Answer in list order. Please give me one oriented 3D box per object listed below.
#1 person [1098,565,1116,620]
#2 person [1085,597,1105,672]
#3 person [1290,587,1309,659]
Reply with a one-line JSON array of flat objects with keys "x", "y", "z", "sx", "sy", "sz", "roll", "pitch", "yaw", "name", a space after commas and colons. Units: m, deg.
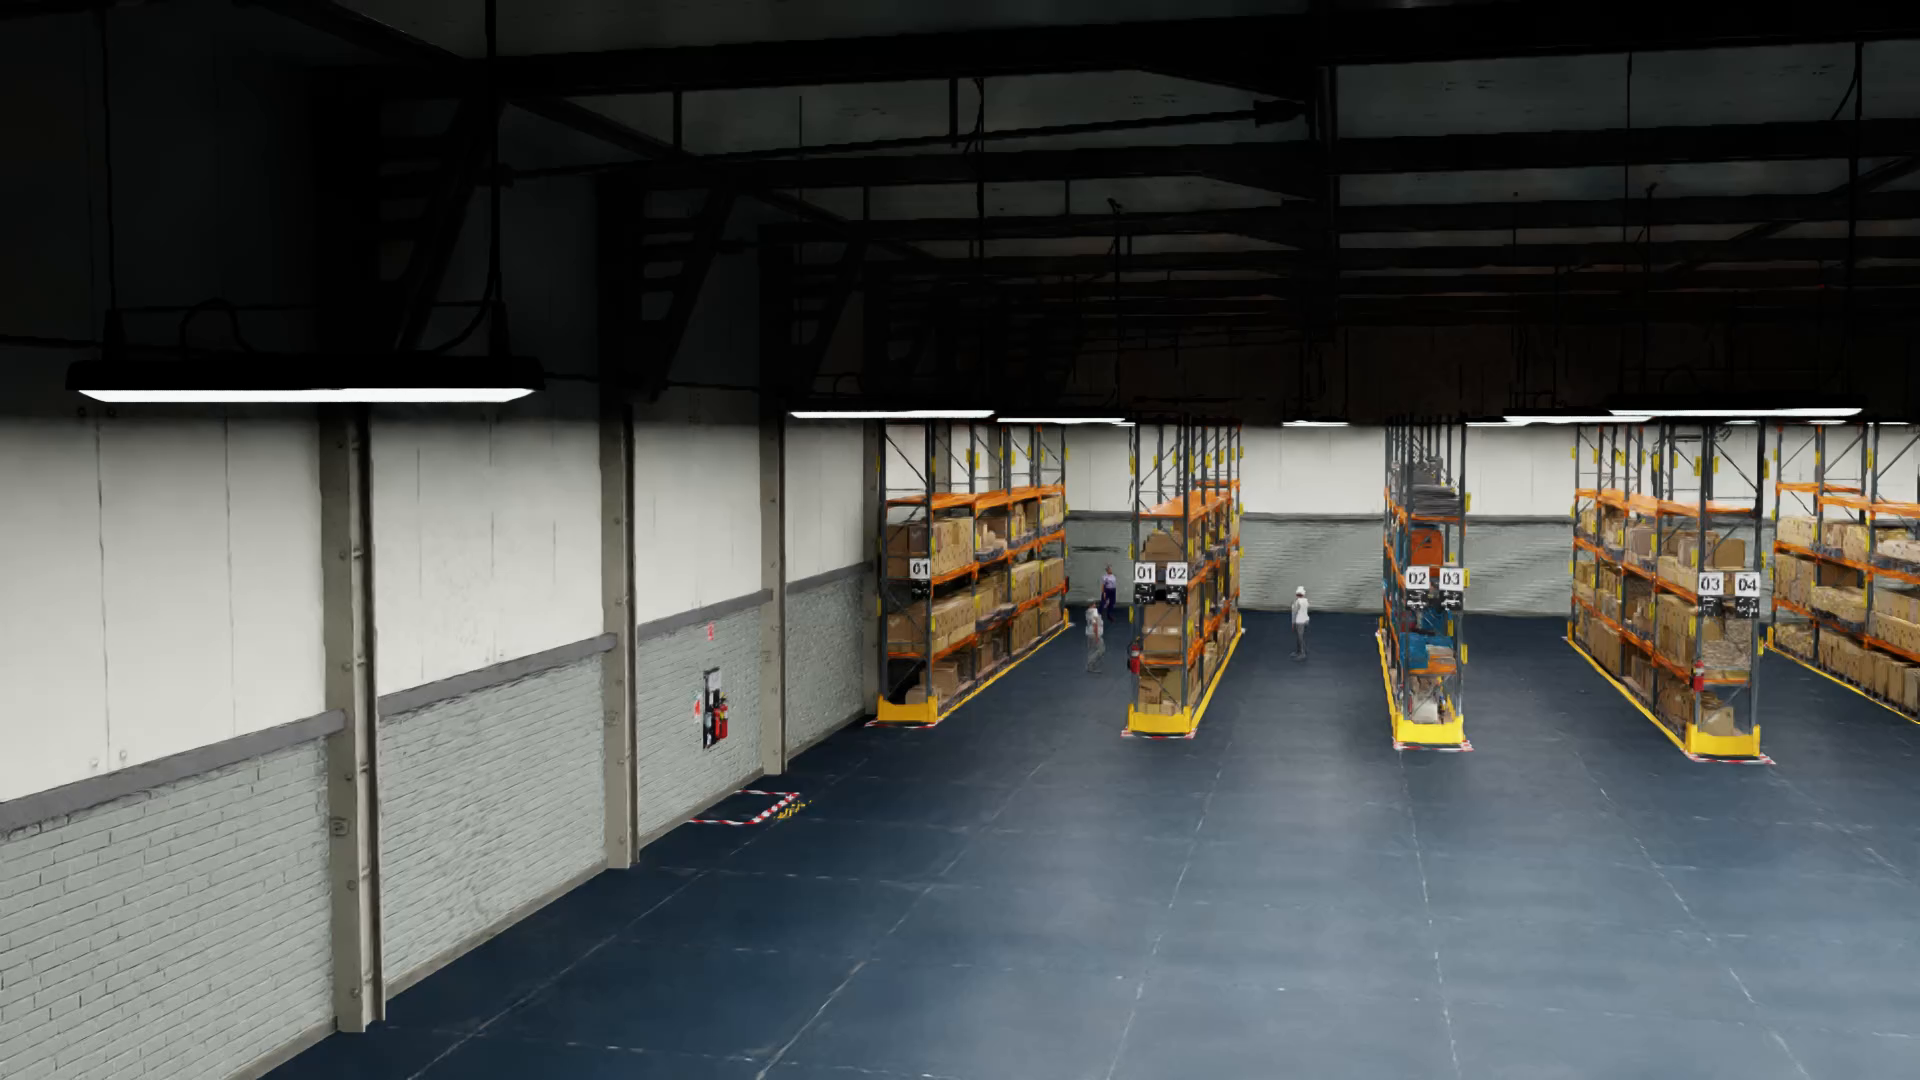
[{"x": 4.297, "y": 1.564, "z": 49.483, "sx": 0.675, "sy": 1.643, "sz": 0.483, "roll": -2, "pitch": 5, "yaw": -32, "name": "person"}, {"x": 3.113, "y": 2.217, "z": 38.837, "sx": 0.470, "sy": 1.754, "sz": 0.588, "roll": -1, "pitch": 4, "yaw": -16, "name": "person"}, {"x": 8.400, "y": 2.036, "z": 41.207, "sx": 0.576, "sy": 1.768, "sz": 0.626, "roll": 3, "pitch": 5, "yaw": 40, "name": "person"}]
